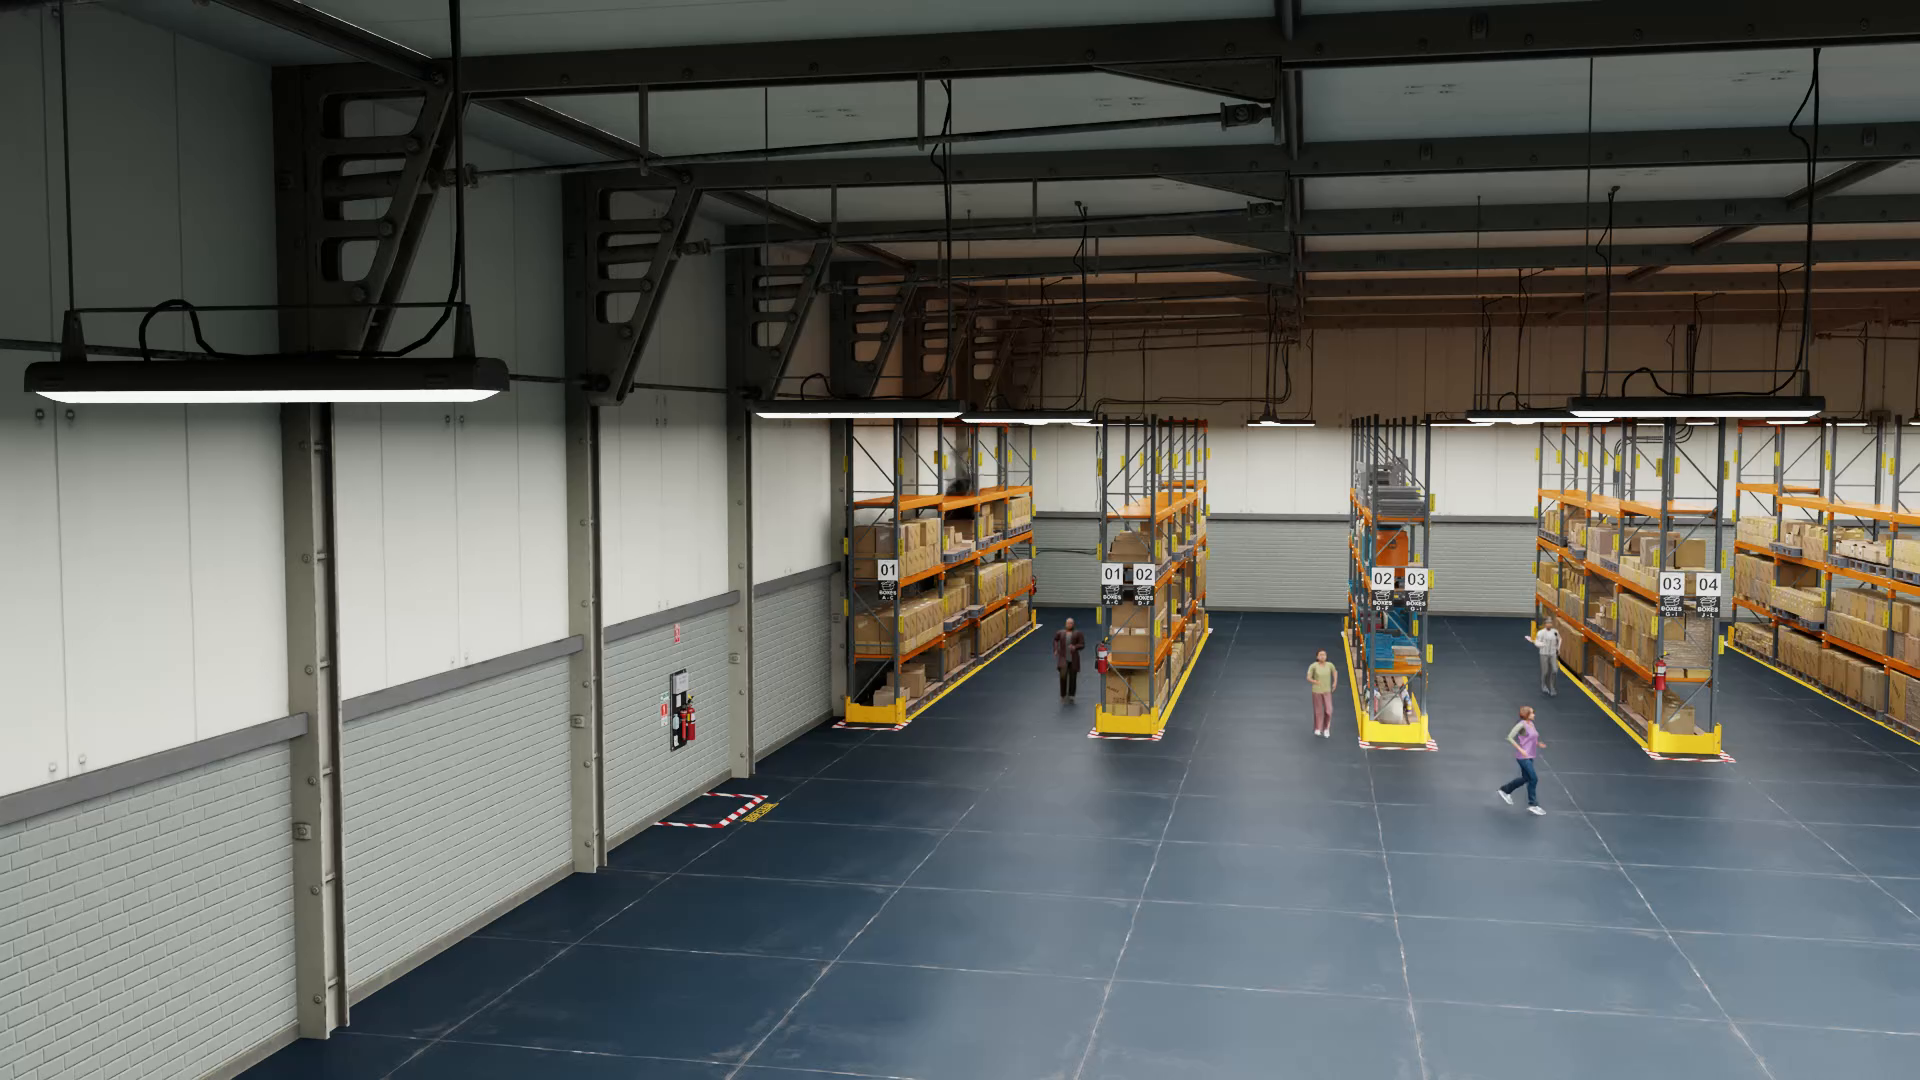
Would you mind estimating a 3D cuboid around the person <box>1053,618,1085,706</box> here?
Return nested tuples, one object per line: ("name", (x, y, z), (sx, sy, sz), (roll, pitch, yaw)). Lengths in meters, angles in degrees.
("person", (2.265, 2.581, 34.629), (0.671, 1.741, 0.800), (0, 4, 4))

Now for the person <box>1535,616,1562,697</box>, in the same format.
("person", (12.679, 2.504, 35.809), (0.590, 1.740, 0.726), (1, 4, 10))

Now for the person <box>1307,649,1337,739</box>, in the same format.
("person", (6.717, 2.845, 30.812), (0.593, 1.676, 0.646), (0, 4, 2))

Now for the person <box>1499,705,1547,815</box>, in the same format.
("person", (8.418, 3.280, 24.878), (0.752, 1.583, 0.539), (3, 5, 38))

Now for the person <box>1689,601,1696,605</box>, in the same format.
("person", (18.804, 2.101, 42.495), (0.618, 1.602, 0.553), (1, 4, 12))
